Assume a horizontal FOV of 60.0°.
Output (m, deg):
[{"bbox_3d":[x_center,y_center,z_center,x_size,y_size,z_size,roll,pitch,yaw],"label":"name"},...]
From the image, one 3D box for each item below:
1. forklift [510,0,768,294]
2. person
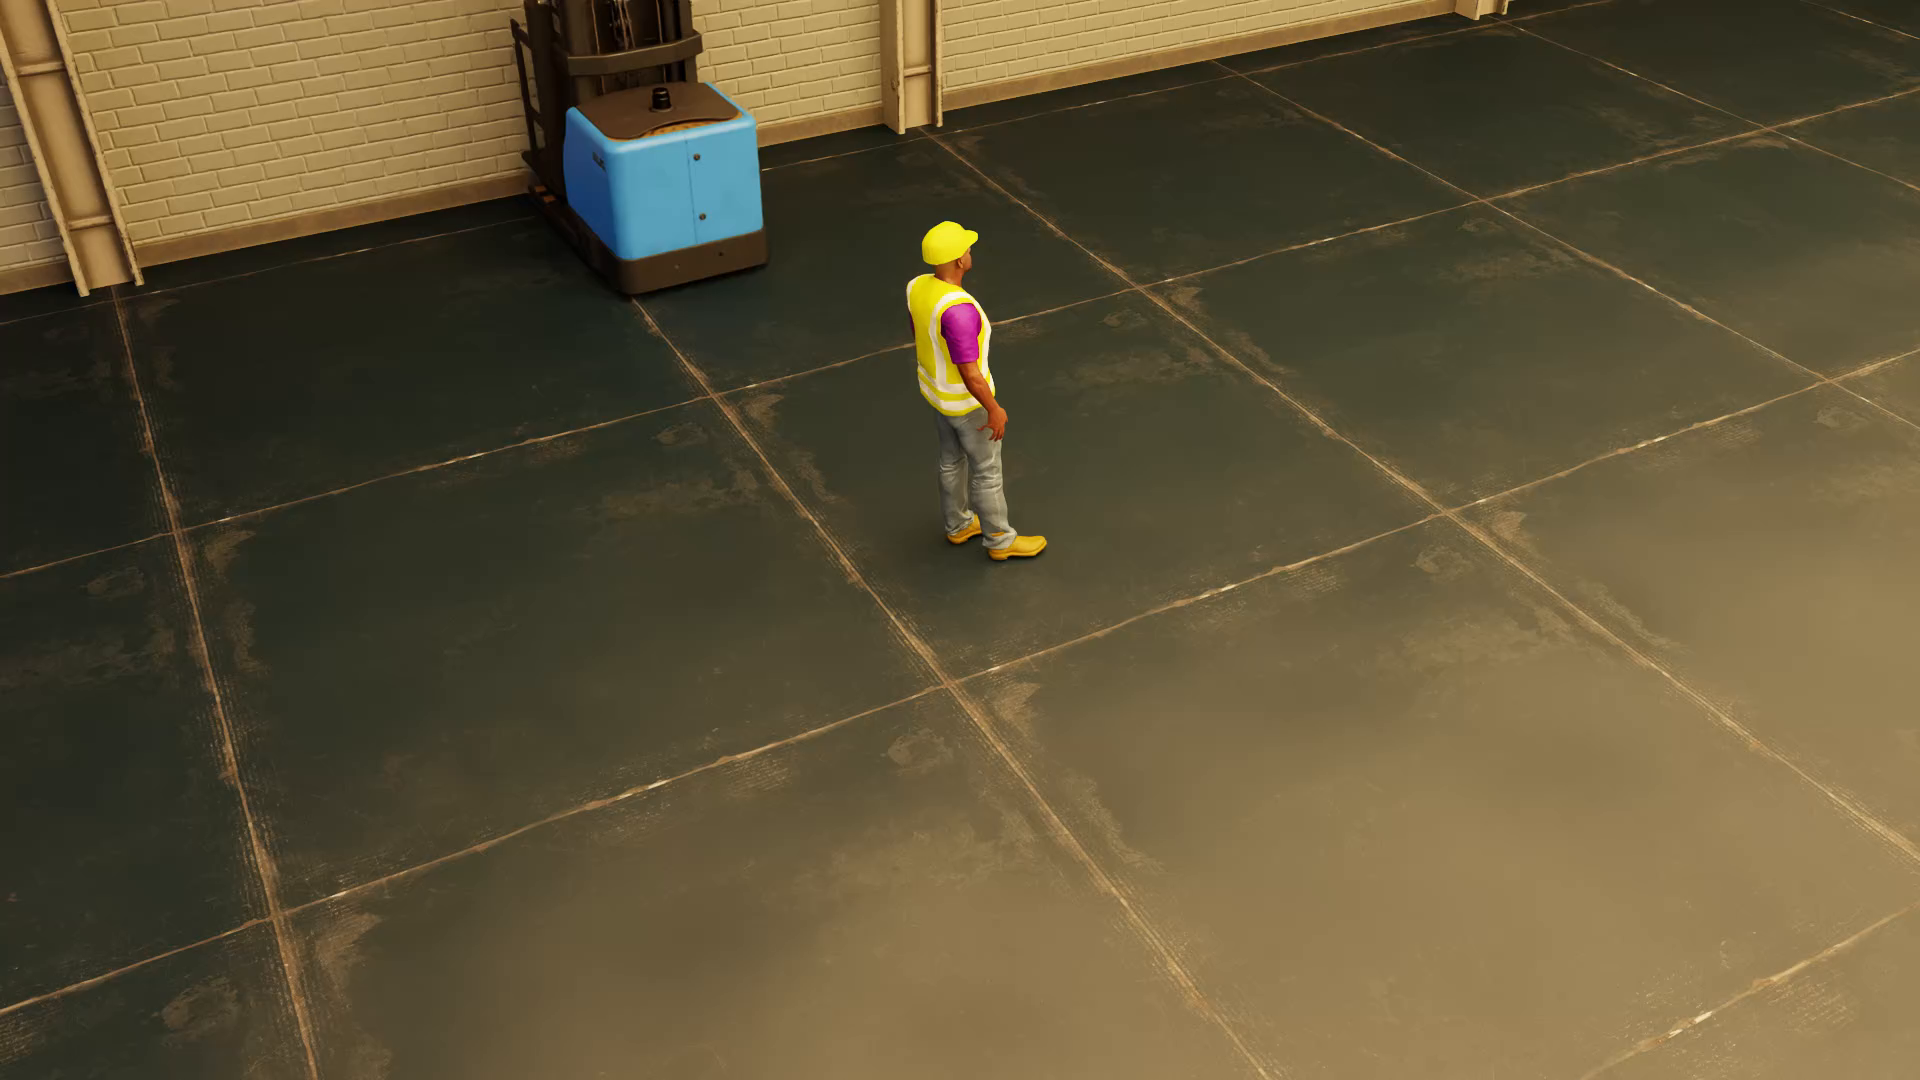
[{"bbox_3d":[-2.464,-3.618,11.241,1.130,2.935,3.031,-18,39,-24],"label":"forklift"},{"bbox_3d":[0.065,-0.743,8.171,0.575,1.768,0.665,-17,39,-23],"label":"person"}]
